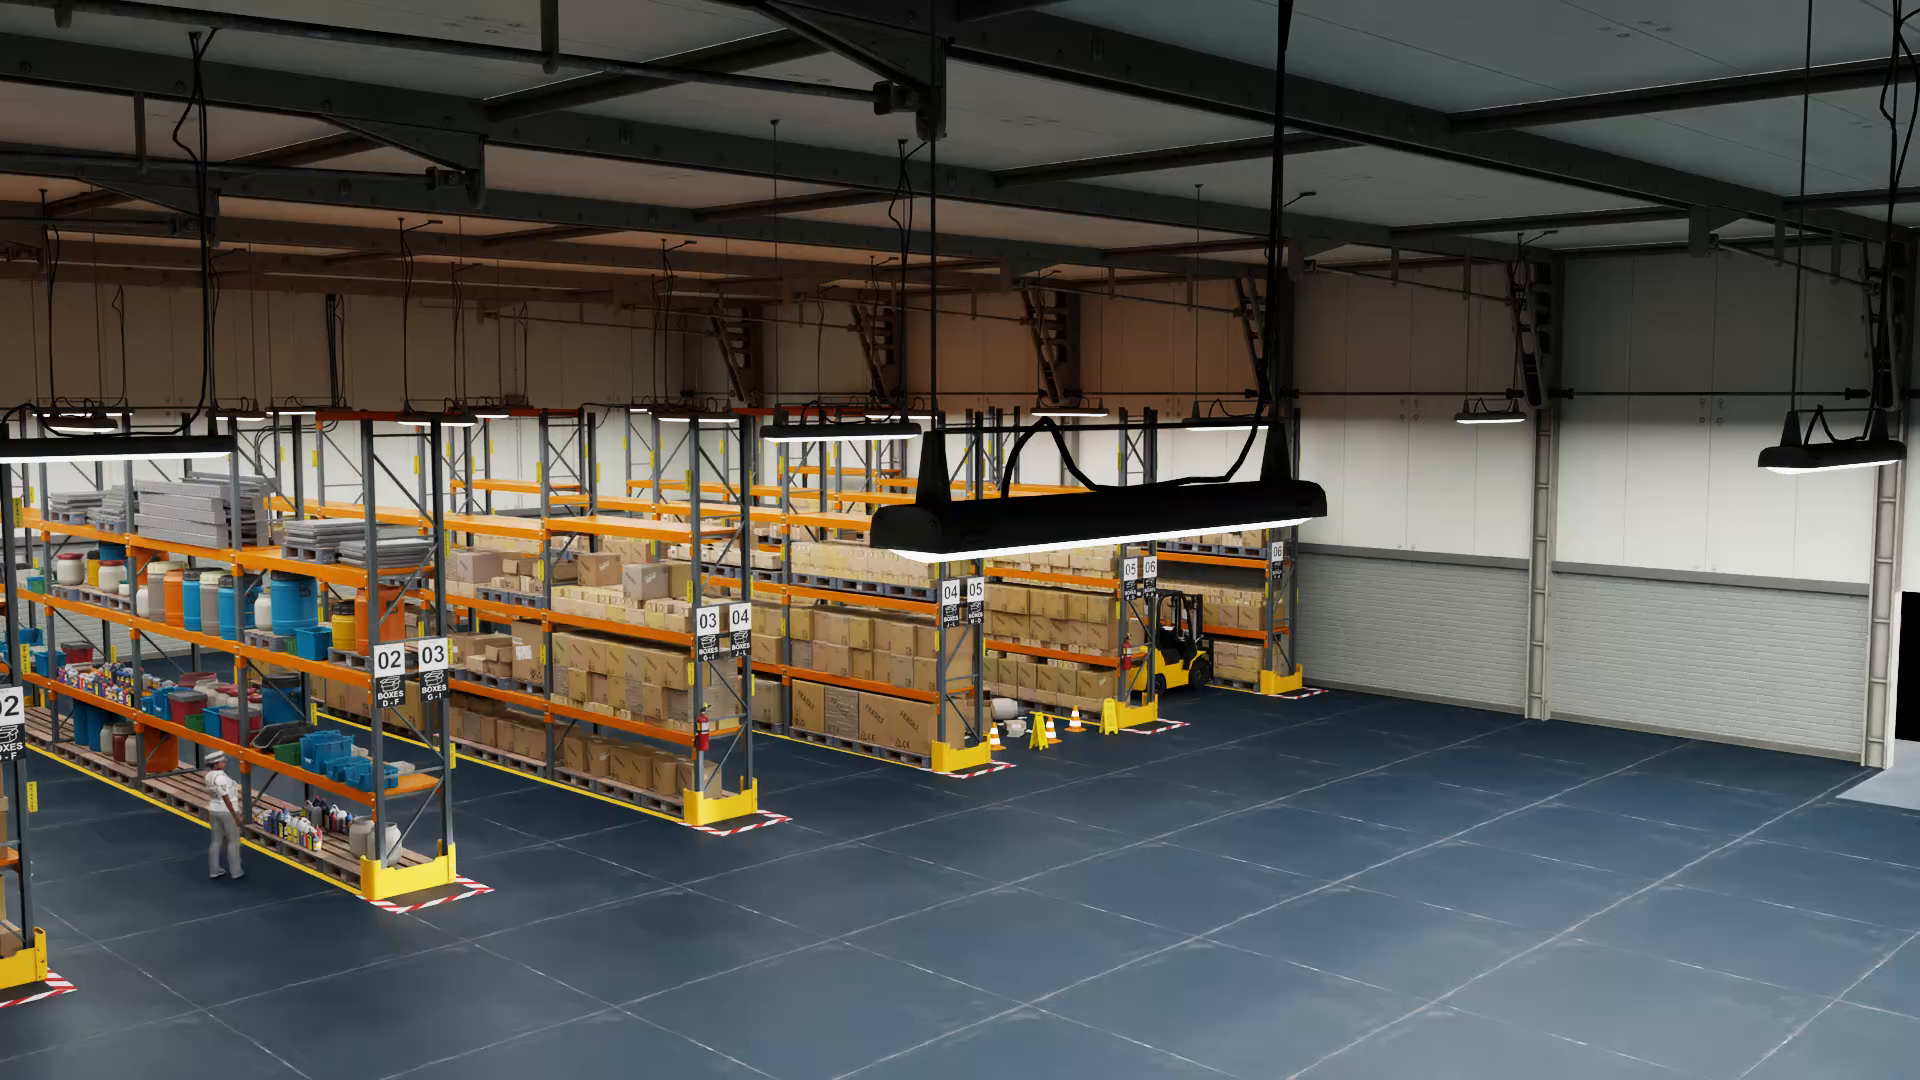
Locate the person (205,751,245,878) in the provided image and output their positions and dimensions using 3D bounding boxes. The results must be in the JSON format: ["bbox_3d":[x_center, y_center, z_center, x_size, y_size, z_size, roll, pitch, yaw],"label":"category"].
[{"bbox_3d":[-9.575,3.569,21.669,0.534,1.671,0.408,3,6,27],"label":"person"}]

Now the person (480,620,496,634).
[{"bbox_3d":[-12.061,1.780,42.314,0.396,1.585,0.465,1,5,14],"label":"person"}]
